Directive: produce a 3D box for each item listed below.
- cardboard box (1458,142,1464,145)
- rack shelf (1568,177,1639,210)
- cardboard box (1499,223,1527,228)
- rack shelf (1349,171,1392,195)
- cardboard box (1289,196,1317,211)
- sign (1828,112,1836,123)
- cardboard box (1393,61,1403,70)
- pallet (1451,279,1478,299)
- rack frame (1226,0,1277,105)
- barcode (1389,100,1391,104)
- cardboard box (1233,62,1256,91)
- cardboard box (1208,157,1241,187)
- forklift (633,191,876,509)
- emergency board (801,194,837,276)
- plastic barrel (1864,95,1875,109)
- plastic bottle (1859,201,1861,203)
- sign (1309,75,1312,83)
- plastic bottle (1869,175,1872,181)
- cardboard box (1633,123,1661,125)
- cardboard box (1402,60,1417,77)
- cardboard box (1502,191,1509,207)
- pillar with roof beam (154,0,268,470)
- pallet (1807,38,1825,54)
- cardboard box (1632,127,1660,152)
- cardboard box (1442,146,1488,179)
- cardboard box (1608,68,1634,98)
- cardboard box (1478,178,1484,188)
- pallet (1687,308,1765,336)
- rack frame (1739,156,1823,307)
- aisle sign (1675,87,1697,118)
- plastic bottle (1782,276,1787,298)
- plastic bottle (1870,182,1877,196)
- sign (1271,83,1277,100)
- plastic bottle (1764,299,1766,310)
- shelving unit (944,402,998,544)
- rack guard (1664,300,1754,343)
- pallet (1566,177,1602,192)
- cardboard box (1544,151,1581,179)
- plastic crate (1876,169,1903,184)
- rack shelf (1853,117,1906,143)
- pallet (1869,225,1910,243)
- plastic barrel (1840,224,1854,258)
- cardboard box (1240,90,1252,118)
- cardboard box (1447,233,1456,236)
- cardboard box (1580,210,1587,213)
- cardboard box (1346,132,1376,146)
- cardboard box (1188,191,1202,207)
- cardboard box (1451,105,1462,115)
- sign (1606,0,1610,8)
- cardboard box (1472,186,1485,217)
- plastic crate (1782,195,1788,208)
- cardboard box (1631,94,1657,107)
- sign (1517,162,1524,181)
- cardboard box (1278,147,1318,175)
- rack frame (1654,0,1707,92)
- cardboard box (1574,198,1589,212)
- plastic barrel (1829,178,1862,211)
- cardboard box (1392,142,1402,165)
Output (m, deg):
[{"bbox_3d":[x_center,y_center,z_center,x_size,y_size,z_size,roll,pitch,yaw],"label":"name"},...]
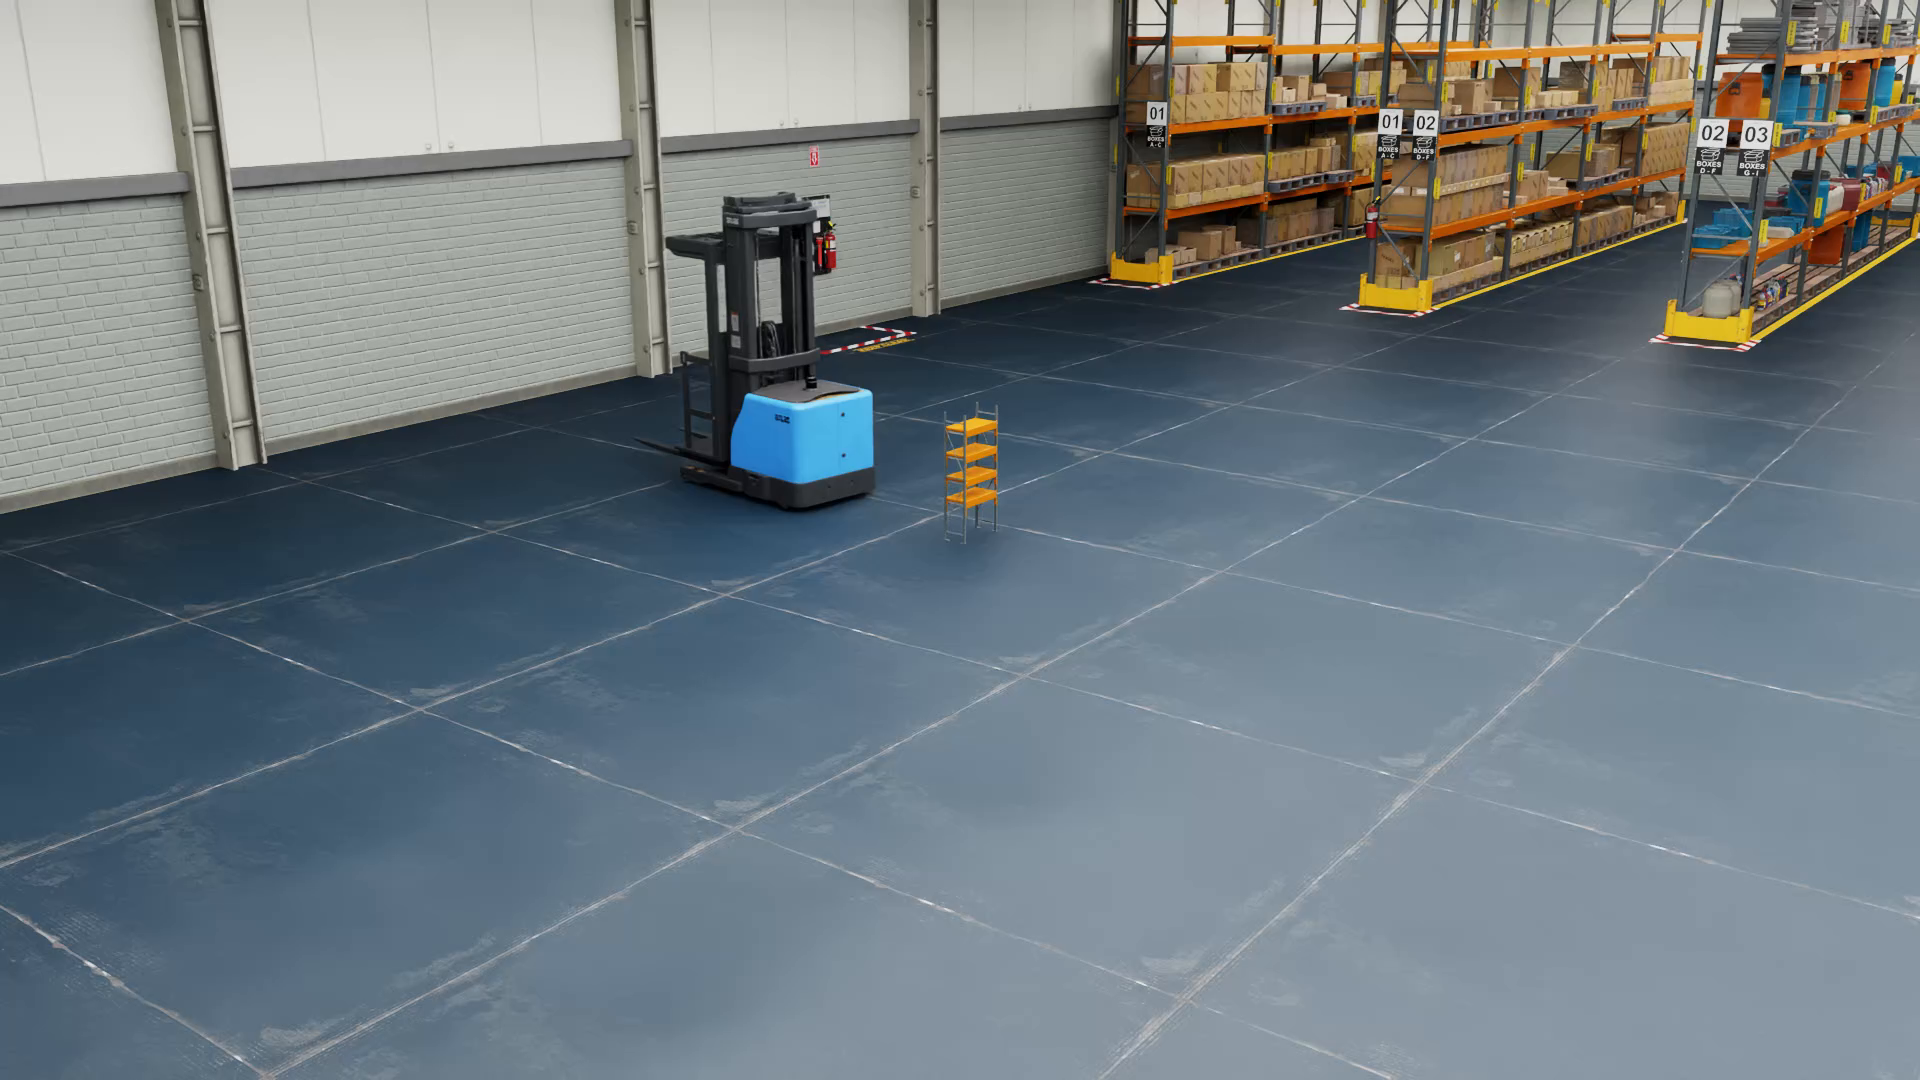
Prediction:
[{"bbox_3d":[12.110,-9.868,41.463,0.980,0.700,0.700,12,21,34],"label":"cardboard box"},{"bbox_3d":[13.236,-7.376,35.158,1.077,0.370,4.000,12,21,35],"label":"rack shelf"},{"bbox_3d":[10.885,-6.078,32.748,0.500,0.311,0.500,12,21,33],"label":"cardboard box"},{"bbox_3d":[9.256,-8.251,37.974,1.077,0.370,4.000,12,21,35],"label":"rack shelf"},{"bbox_3d":[7.287,-7.187,35.544,0.500,0.250,0.500,13,21,36],"label":"cardboard box"},{"bbox_3d":[14.072,-6.751,26.860,0.100,0.325,0.005,12,21,35],"label":"sign"},{"bbox_3d":[9.818,-10.933,38.165,0.500,0.250,0.500,14,22,39],"label":"cardboard box"},{"bbox_3d":[8.427,-4.485,29.337,1.003,0.211,1.213,12,21,35],"label":"pallet"},{"bbox_3d":[5.681,-10.030,32.376,1.000,3.000,0.127,12,21,35],"label":"rack frame"},{"bbox_3d":[7.070,-7.205,27.357,0.001,0.075,0.075,12,21,35],"label":"barcode"},{"bbox_3d":[5.280,-8.832,31.687,0.500,0.500,0.500,14,22,38],"label":"cardboard box"},{"bbox_3d":[5.046,-7.056,31.869,0.500,0.500,0.500,12,21,33],"label":"cardboard box"},{"bbox_3d":[-2.248,-2.053,16.918,3.031,2.935,1.130,16,24,42],"label":"forklift"},{"bbox_3d":[-2.058,-4.521,24.751,0.194,1.169,0.643,12,21,35],"label":"emergency board"},{"bbox_3d":[16.836,-8.138,30.894,0.294,0.245,0.294,0,17,0],"label":"plastic barrel"},{"bbox_3d":[16.930,-6.492,31.293,0.061,0.283,0.133,12,21,35],"label":"plastic bottle"},{"bbox_3d":[7.623,-9.935,36.122,0.100,0.325,0.005,12,21,35],"label":"sign"},{"bbox_3d":[18.003,-7.045,32.962,0.144,0.351,0.185,12,21,35],"label":"plastic bottle"},{"bbox_3d":[16.030,-9.489,38.894,0.500,0.500,0.500,13,21,35],"label":"cardboard box"},{"bbox_3d":[10.676,-11.246,39.459,0.500,0.500,0.500,12,21,34],"label":"cardboard box"},{"bbox_3d":[9.919,-6.344,30.874,0.500,0.250,0.500,14,22,38],"label":"cardboard box"},{"bbox_3d":[-4.248,-4.349,14.082,9.100,9.000,0.400,12,21,35],"label":"pillar with roof beam"},{"bbox_3d":[12.442,-7.505,25.238,1.003,0.211,1.213,12,21,35],"label":"pallet"},{"bbox_3d":[15.242,-8.907,37.019,0.500,0.500,0.500,12,21,33],"label":"cardboard box"},{"bbox_3d":[8.803,-6.611,29.126,0.700,0.500,0.500,12,21,35],"label":"cardboard box"},{"bbox_3d":[14.069,-9.818,35.704,0.600,0.600,0.600,10,20,30],"label":"cardboard box"},{"bbox_3d":[8.913,-6.243,29.035,0.380,0.149,0.250,13,22,36],"label":"cardboard box"},{"bbox_3d":[11.750,-3.349,25.679,1.003,0.211,1.213,12,21,35],"label":"pallet"},{"bbox_3d":[13.637,-5.415,27.628,1.000,3.000,0.127,12,21,35],"label":"rack frame"},{"bbox_3d":[17.098,-10.352,39.146,0.394,0.787,0.004,12,21,35],"label":"aisle sign"},{"bbox_3d":[13.485,-4.155,27.298,0.144,0.351,0.185,12,21,33],"label":"plastic bottle"},{"bbox_3d":[17.830,-6.871,32.526,0.152,0.276,0.135,12,21,35],"label":"plastic bottle"},{"bbox_3d":[6.121,-8.751,32.441,0.100,0.325,0.005,12,21,35],"label":"sign"},{"bbox_3d":[12.646,-3.737,26.202,0.097,0.201,0.097,0,17,0],"label":"plastic bottle"},{"bbox_3d":[0.099,-0.612,15.199,0.258,1.200,0.503,12,21,35],"label":"shelving unit"},{"bbox_3d":[11.261,-3.294,25.016,1.175,0.500,0.348,12,21,35],"label":"rack guard"},{"bbox_3d":[12.392,-7.326,34.106,1.213,0.211,1.003,12,21,35],"label":"pallet"},{"bbox_3d":[12.329,-7.662,33.987,0.700,0.500,0.500,5,18,16],"label":"cardboard box"},{"bbox_3d":[19.461,-7.623,34.839,0.437,0.282,0.530,12,21,35],"label":"plastic crate"},{"bbox_3d":[17.212,-7.933,31.892,1.077,0.370,4.000,12,21,35],"label":"rack shelf"},{"bbox_3d":[20.264,-6.751,36.635,1.003,0.211,1.213,12,21,35],"label":"pallet"},{"bbox_3d":[16.971,-5.805,32.242,0.600,0.588,0.708,12,21,35],"label":"plastic barrel"},{"bbox_3d":[5.267,-8.373,31.894,0.500,0.500,0.500,10,20,30],"label":"cardboard box"},{"bbox_3d":[8.538,-5.243,29.739,0.500,0.500,0.500,12,21,35],"label":"cardboard box"},{"bbox_3d":[13.030,-6.773,35.476,0.500,0.500,0.500,11,21,33],"label":"cardboard box"},{"bbox_3d":[8.861,-8.866,36.774,0.500,0.250,0.500,12,21,34],"label":"cardboard box"},{"bbox_3d":[4.141,-6.337,30.817,0.500,0.250,0.500,12,21,33],"label":"cardboard box"},{"bbox_3d":[8.120,-7.167,27.693,0.380,0.149,0.250,12,21,35],"label":"cardboard box"},{"bbox_3d":[14.003,-11.645,35.868,0.100,0.325,0.005,12,21,35],"label":"sign"},{"bbox_3d":[8.791,-5.986,29.300,0.700,0.500,0.500,13,21,35],"label":"cardboard box"},{"bbox_3d":[14.044,-5.725,28.653,0.392,0.384,0.575,12,21,35],"label":"plastic crate"},{"bbox_3d":[14.916,-9.629,36.395,0.500,0.250,0.500,12,21,35],"label":"cardboard box"},{"bbox_3d":[10.108,-6.644,29.995,0.100,0.325,0.005,12,21,35],"label":"sign"},{"bbox_3d":[7.067,-7.961,34.919,0.700,0.500,0.500,12,21,35],"label":"cardboard box"},{"bbox_3d":[16.811,-12.014,38.763,1.000,3.000,0.127,12,21,35],"label":"rack frame"},{"bbox_3d":[13.050,-7.141,35.395,0.500,0.250,0.500,12,21,34],"label":"cardboard box"},{"bbox_3d":[15.987,-6.268,30.147,0.600,0.536,0.708,12,21,35],"label":"plastic barrel"},{"bbox_3d":[9.772,-8.874,38.064,0.500,0.500,0.500,12,21,35],"label":"cardboard box"}]
